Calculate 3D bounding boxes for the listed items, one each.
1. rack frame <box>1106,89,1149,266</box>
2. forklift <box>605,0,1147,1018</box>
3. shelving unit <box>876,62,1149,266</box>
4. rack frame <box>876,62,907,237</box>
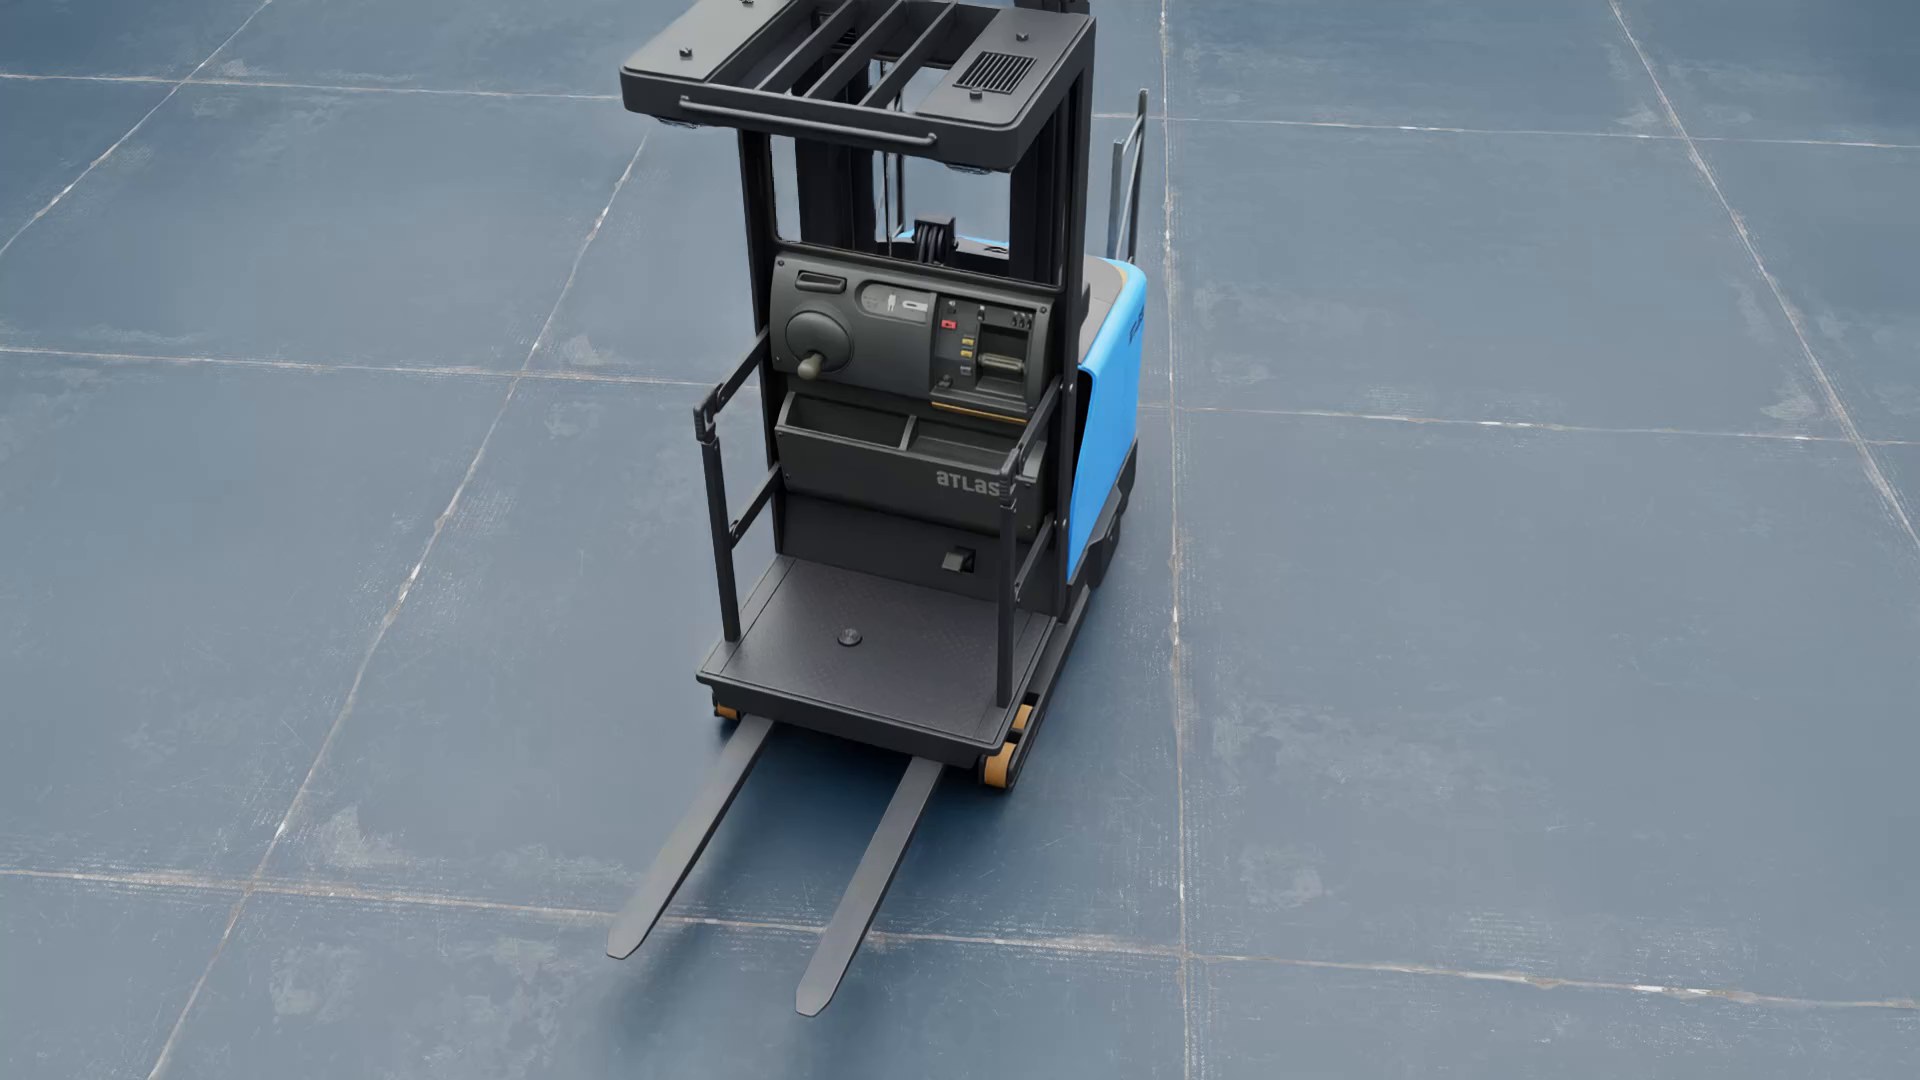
[{"bbox_3d":[0.658,-1.046,6.847,0.032,1.500,0.500,11,40,13],"label":"rack frame"},{"bbox_3d":[-0.235,-0.578,5.139,1.130,2.935,3.031,12,41,15],"label":"forklift"},{"bbox_3d":[0.171,-1.138,6.960,1.048,1.500,0.538,11,40,13],"label":"shelving unit"},{"bbox_3d":[-0.316,-1.231,7.074,0.032,1.500,0.500,11,40,13],"label":"rack frame"}]
